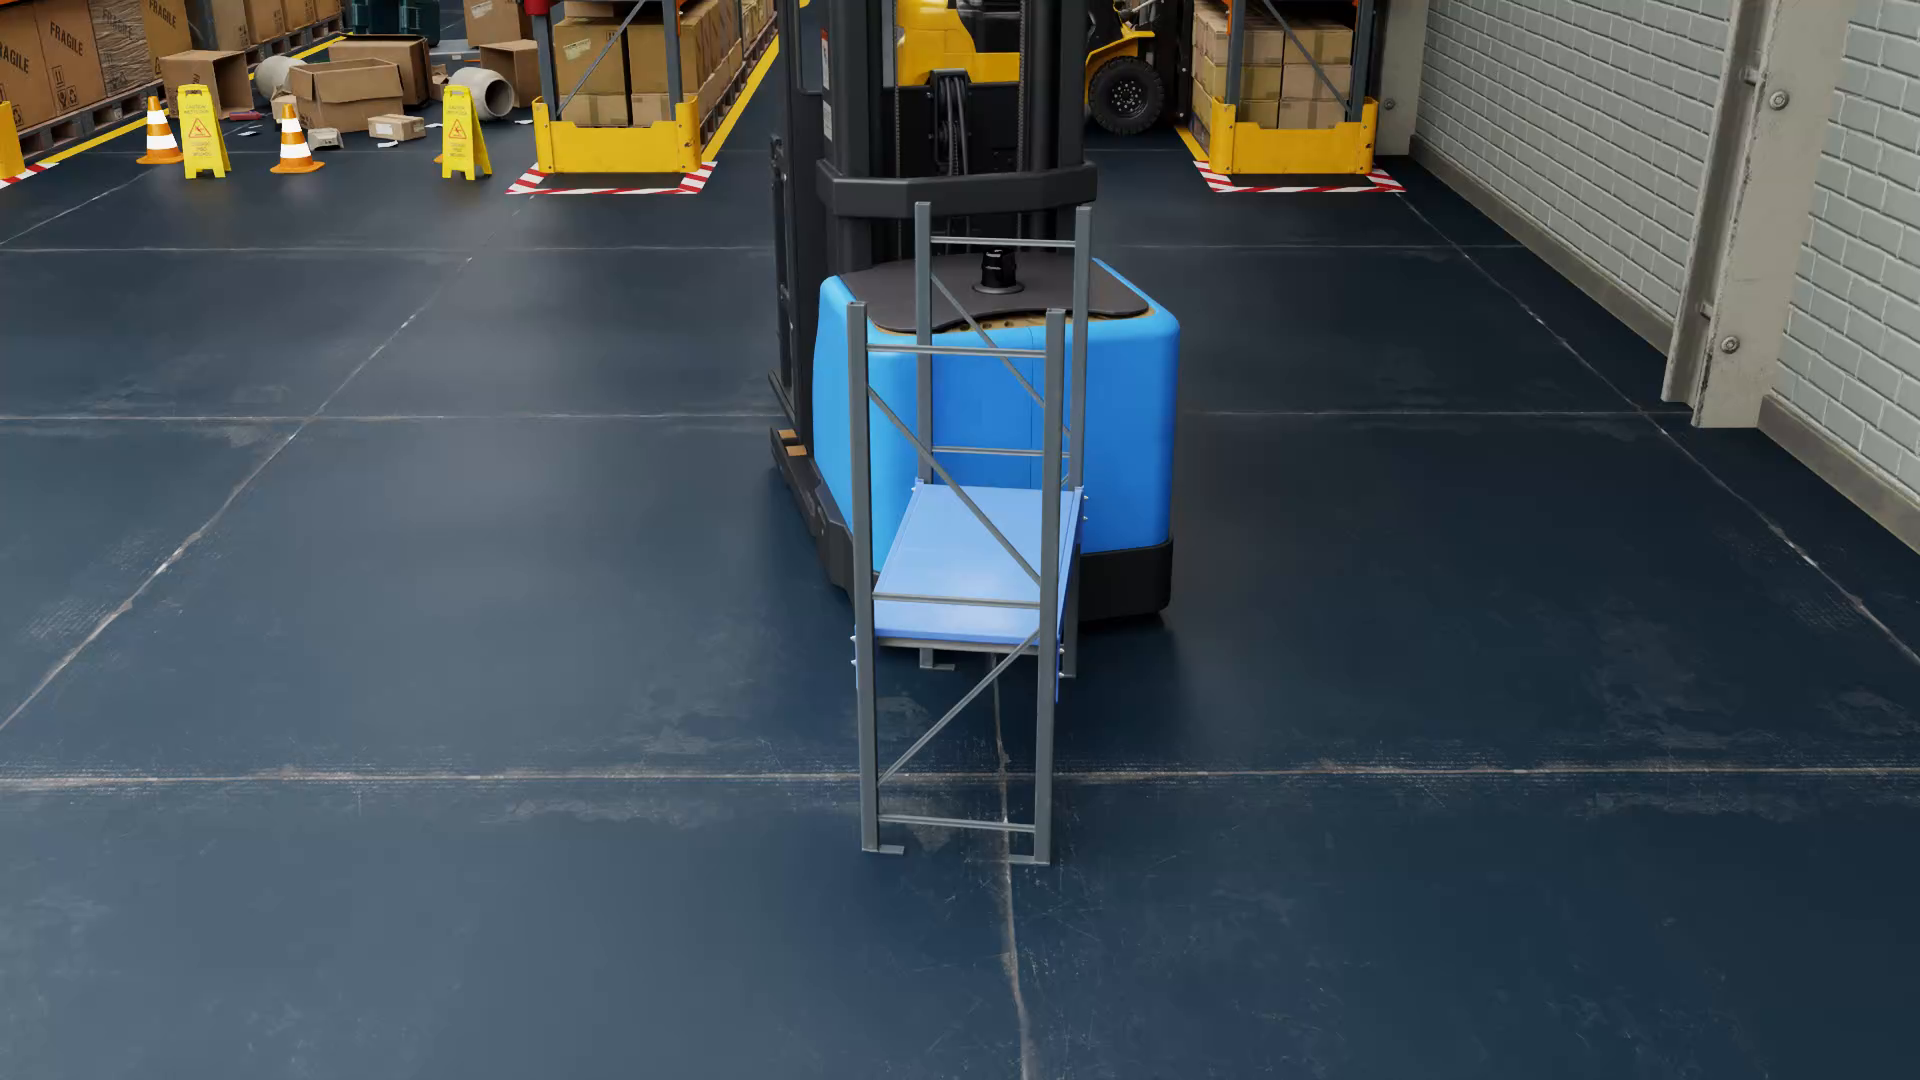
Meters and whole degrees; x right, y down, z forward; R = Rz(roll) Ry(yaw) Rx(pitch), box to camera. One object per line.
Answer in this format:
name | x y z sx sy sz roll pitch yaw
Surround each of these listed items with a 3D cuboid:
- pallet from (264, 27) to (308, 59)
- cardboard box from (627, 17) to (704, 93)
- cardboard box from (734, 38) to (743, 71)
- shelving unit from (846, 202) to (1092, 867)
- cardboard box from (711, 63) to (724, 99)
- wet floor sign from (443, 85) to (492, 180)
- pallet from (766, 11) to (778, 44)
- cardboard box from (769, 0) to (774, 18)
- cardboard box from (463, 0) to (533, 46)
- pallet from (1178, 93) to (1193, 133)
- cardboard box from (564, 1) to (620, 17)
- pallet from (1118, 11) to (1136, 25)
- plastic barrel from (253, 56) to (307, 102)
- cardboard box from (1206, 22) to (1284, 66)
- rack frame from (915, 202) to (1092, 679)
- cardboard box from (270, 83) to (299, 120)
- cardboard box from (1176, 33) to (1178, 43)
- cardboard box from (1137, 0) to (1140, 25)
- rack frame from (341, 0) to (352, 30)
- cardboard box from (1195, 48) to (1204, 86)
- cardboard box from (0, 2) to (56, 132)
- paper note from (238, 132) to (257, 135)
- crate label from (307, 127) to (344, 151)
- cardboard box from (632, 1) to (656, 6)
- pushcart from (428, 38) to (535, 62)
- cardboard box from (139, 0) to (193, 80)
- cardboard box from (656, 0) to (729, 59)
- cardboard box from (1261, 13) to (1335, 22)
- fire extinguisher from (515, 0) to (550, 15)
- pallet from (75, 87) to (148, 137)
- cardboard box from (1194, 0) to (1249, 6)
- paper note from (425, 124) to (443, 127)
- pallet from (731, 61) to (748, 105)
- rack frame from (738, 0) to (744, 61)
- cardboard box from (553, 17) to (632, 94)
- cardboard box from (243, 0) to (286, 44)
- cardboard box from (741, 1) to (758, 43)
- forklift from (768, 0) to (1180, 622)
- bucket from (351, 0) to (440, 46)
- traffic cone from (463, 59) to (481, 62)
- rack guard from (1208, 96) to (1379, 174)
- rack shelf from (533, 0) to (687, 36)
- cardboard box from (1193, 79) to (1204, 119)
pallet | -7.612 -5.240 17.579 1.003 0.211 1.213 0 24 -1
cardboard box | -2.253 -3.728 12.769 0.500 0.500 0.500 -1 24 -2
cardboard box | -2.288 -4.449 15.273 0.500 0.250 0.500 1 24 2
shelving unit | 0.056 -0.055 4.551 0.538 1.500 1.048 3 25 7
cardboard box | -2.269 -3.812 13.864 0.500 0.250 0.500 1 24 3
wet floor sign | -3.588 -2.948 11.986 0.267 0.644 0.232 8 26 18
pallet | -2.600 -5.808 18.836 1.003 0.211 1.213 0 24 -1
cardboard box | -2.611 -6.162 18.913 0.950 0.372 0.625 -2 24 -4
cardboard box | -4.343 -4.938 15.643 0.500 0.500 0.500 0 24 -1
pallet | 2.383 -3.674 14.117 1.003 0.211 1.213 0 24 -1
cardboard box | -2.861 -4.160 12.938 0.380 0.149 0.250 0 24 1
pallet | 2.326 -5.815 18.850 1.003 0.211 1.213 0 24 -1
plastic barrel | -5.966 -4.054 14.700 0.512 0.421 0.421 19 30 35
cardboard box | 2.126 -3.710 12.428 0.500 0.250 0.500 1 24 1
rack frame | 0.122 -0.262 5.010 0.500 1.500 0.032 3 25 7
cardboard box | -5.652 -3.743 14.203 0.396 0.266 0.258 4 25 9
cardboard box | 2.098 -4.327 14.398 0.500 0.250 0.500 0 24 -1
cardboard box | 2.372 -5.730 17.652 0.875 0.625 0.625 -1 24 -3
rack frame | -7.556 -7.337 18.832 1.000 3.000 0.127 0 24 -1
cardboard box | 2.131 -3.700 13.012 0.500 0.250 0.500 0 24 -1
cardboard box | -7.542 -3.543 12.512 0.875 0.875 0.875 0 24 0
paper note | -5.788 -3.323 13.563 0.144 0.017 0.142 8 26 18
crate label | -4.991 -3.150 13.048 0.250 0.136 0.298 -14 28 -28
cardboard box | -2.806 -4.354 14.154 0.500 0.500 0.500 1 24 2
pushcart | -4.843 -4.527 15.801 1.648 0.377 0.936 -9 26 -19
cardboard box | -7.575 -4.652 14.965 0.875 0.875 0.875 0 24 0
cardboard box | -2.275 -4.370 14.190 0.500 0.500 0.500 1 24 2
cardboard box | 2.618 -3.927 12.906 0.500 0.250 0.500 0 24 0
fire extinguisher | -2.980 -4.020 11.592 0.296 0.674 0.183 0 24 -1
pallet | -7.566 -3.600 13.954 1.003 0.211 1.213 0 24 -1
cardboard box | 2.102 -4.338 13.814 0.500 0.250 0.500 -1 24 -2
paper note | -4.380 -3.477 13.916 0.148 0.019 0.142 8 26 18
pallet | -2.521 -4.205 15.292 1.003 0.211 1.213 0 24 -1
rack frame | -2.564 -5.752 15.329 1.000 3.000 0.127 0 24 -1
cardboard box | -2.790 -3.713 12.737 0.500 0.500 0.500 0 24 0
cardboard box | -7.616 -5.508 17.008 1.050 0.750 0.750 0 24 -1
cardboard box | -2.583 -5.259 16.917 0.950 0.372 0.625 1 24 3
forklift | -0.160 -1.585 6.198 1.130 2.935 3.031 -6 25 -13
bucket | -5.205 -4.844 15.448 0.726 0.611 0.620 8 16 18
traffic cone | -4.980 -5.216 17.222 0.336 0.463 0.334 0 24 -1
rack guard | 2.444 -2.979 12.231 1.175 0.500 0.348 0 24 -1
rack shelf | -2.542 -4.601 13.655 1.077 0.370 4.000 0 24 -1
cardboard box | 2.126 -3.464 13.096 0.500 0.250 0.500 0 24 -1
